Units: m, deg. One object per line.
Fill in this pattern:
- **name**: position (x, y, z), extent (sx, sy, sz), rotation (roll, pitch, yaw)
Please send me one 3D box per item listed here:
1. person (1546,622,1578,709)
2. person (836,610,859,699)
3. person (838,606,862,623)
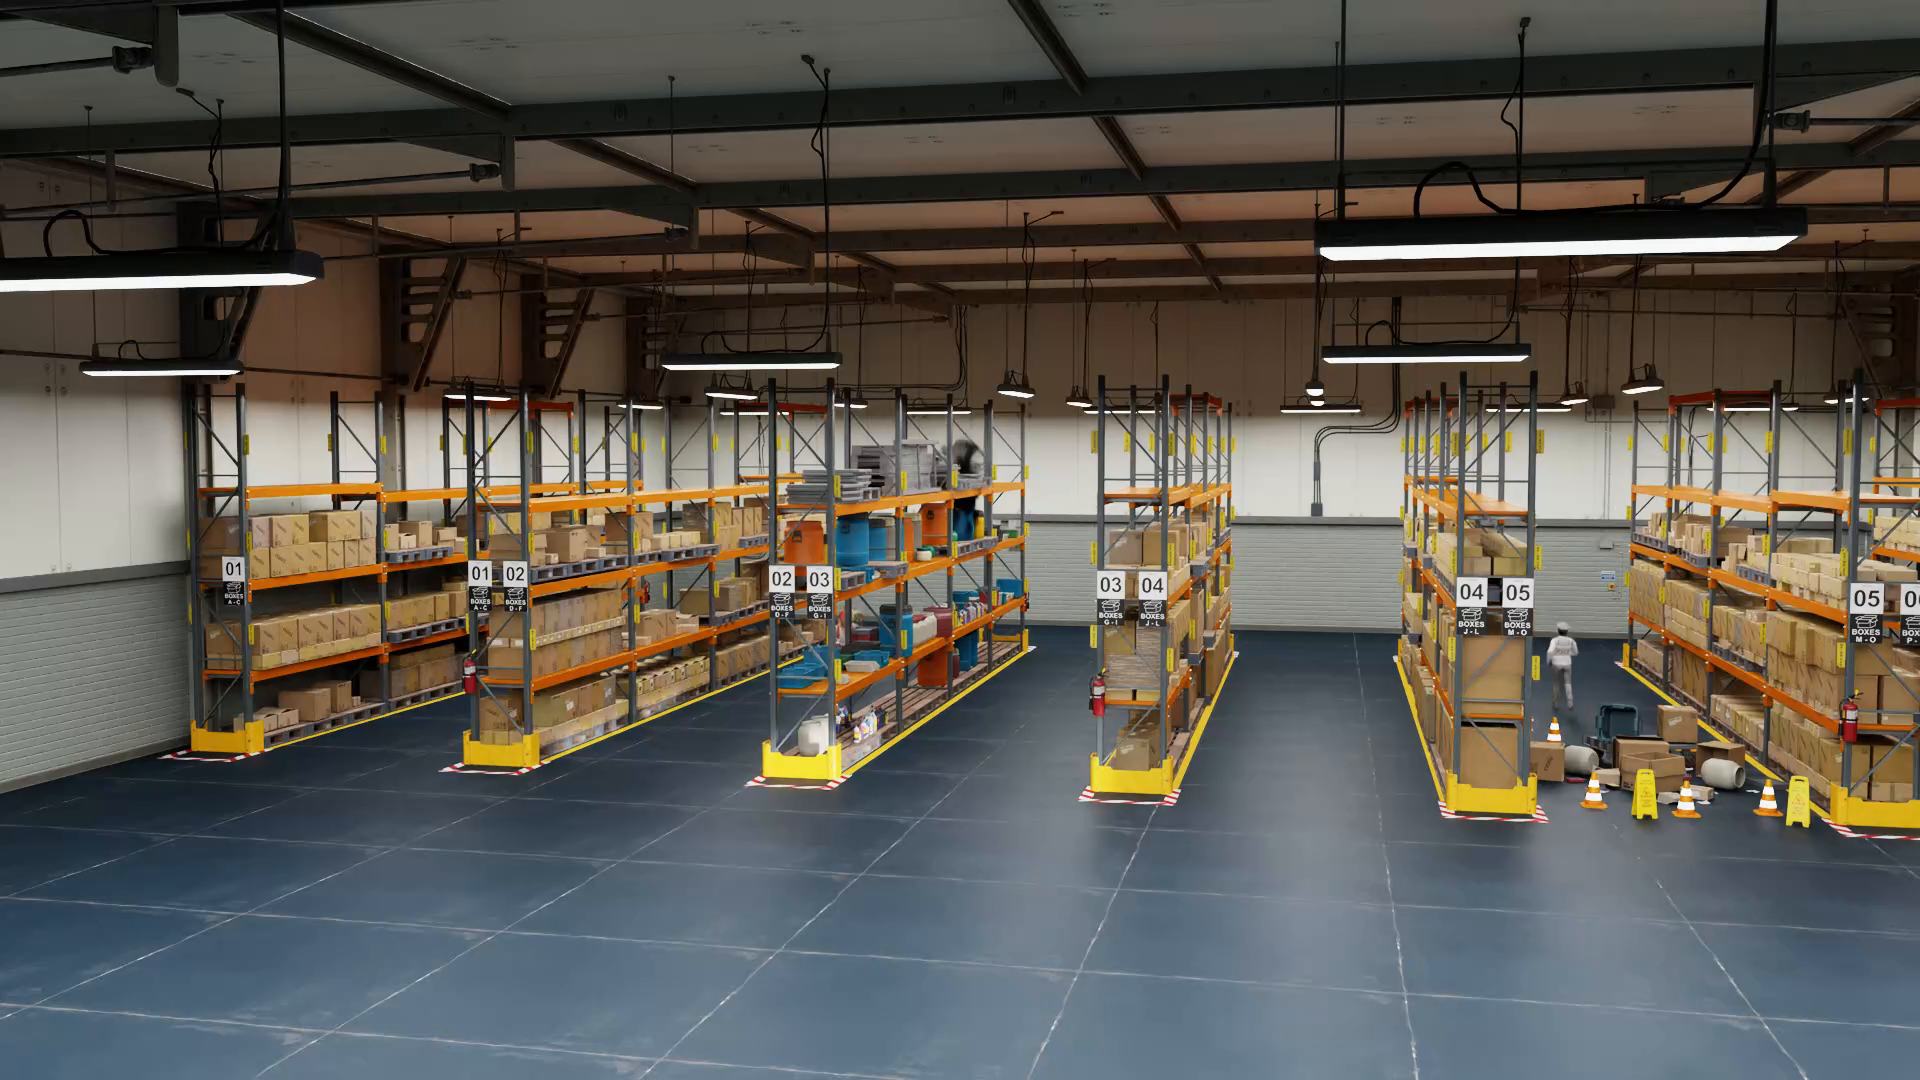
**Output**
- **person**: position (11.309, 2.376, 31.284), extent (0.615, 1.661, 0.803), rotation (0, 3, 8)
- **person**: position (-2.249, 2.249, 33.013), extent (0.690, 1.752, 0.988), rotation (0, 3, 4)
- **person**: position (-2.497, 2.137, 37.806), extent (0.583, 1.412, 0.969), rotation (0, 3, -7)
